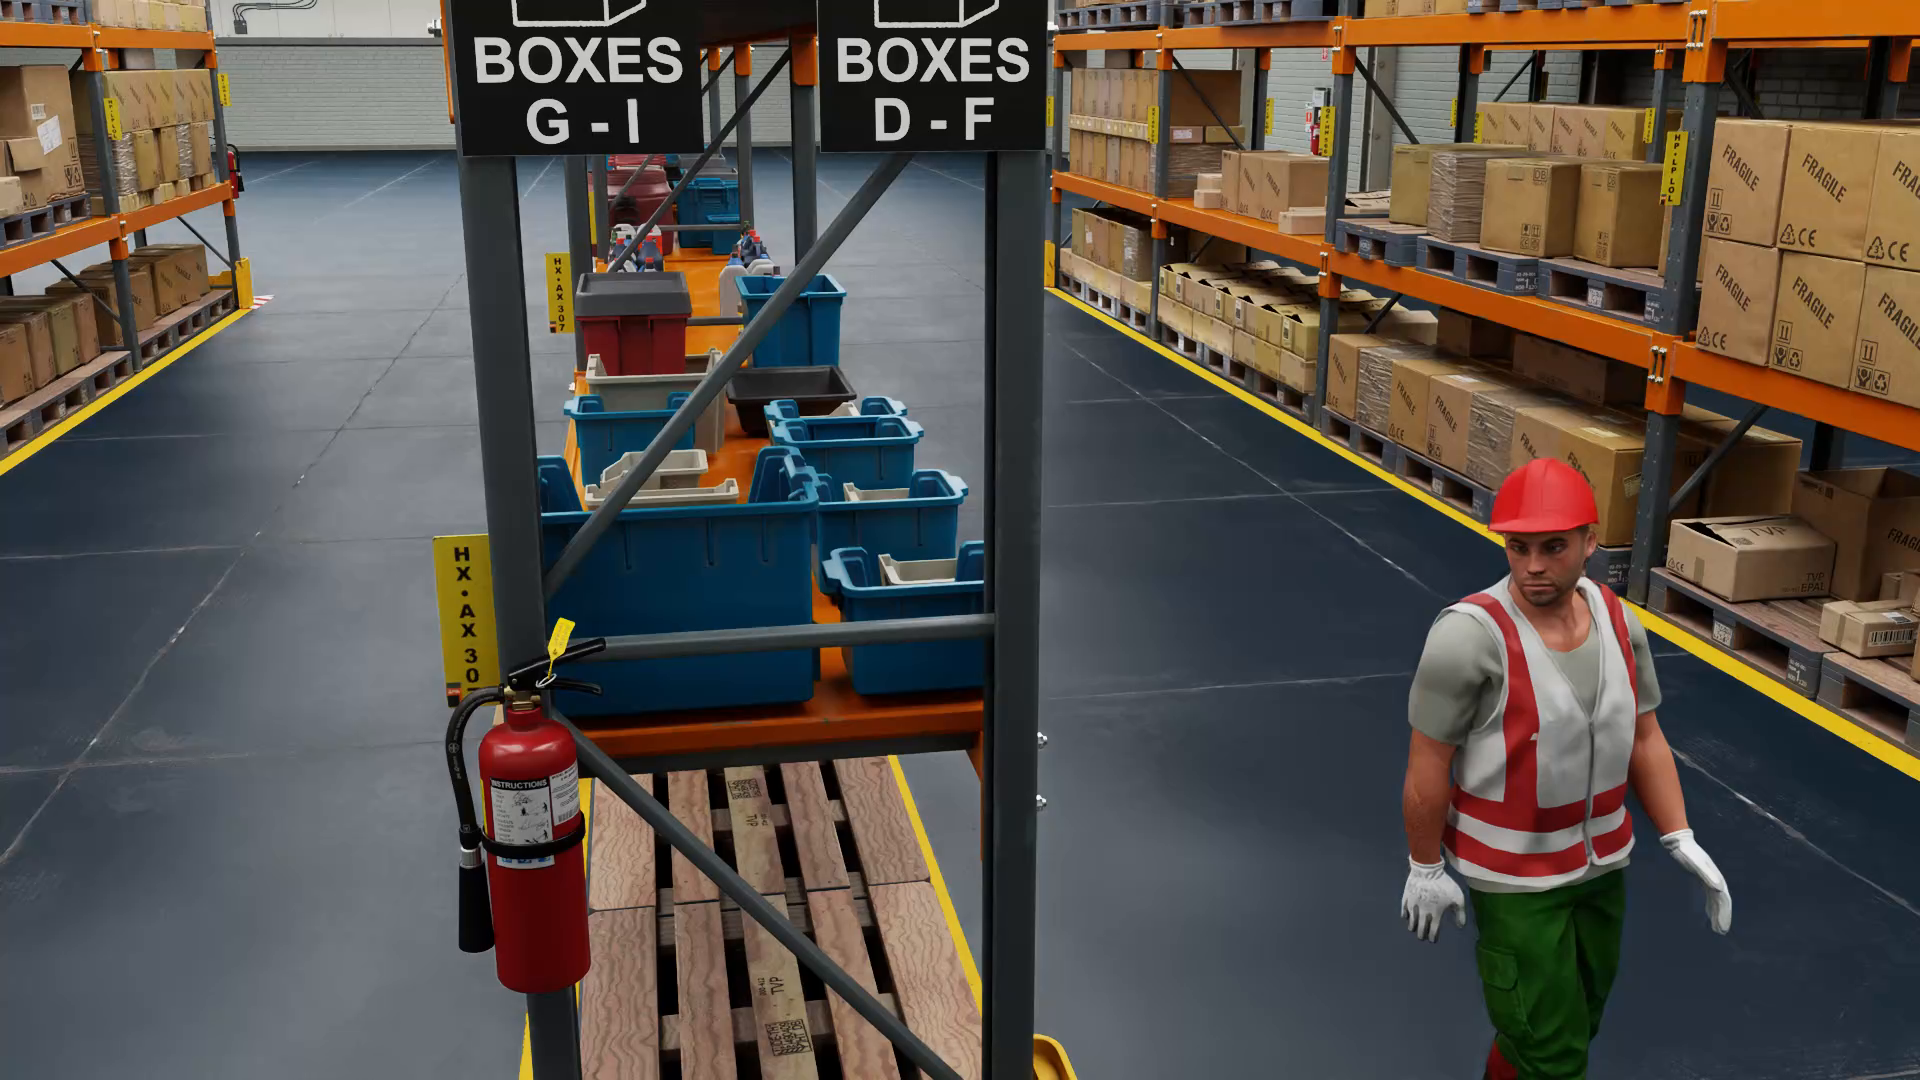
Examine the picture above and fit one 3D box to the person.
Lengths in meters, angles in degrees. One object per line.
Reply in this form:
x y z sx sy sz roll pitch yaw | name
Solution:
1.263 0.732 3.442 0.553 1.799 0.602 -8 18 -26 | person
